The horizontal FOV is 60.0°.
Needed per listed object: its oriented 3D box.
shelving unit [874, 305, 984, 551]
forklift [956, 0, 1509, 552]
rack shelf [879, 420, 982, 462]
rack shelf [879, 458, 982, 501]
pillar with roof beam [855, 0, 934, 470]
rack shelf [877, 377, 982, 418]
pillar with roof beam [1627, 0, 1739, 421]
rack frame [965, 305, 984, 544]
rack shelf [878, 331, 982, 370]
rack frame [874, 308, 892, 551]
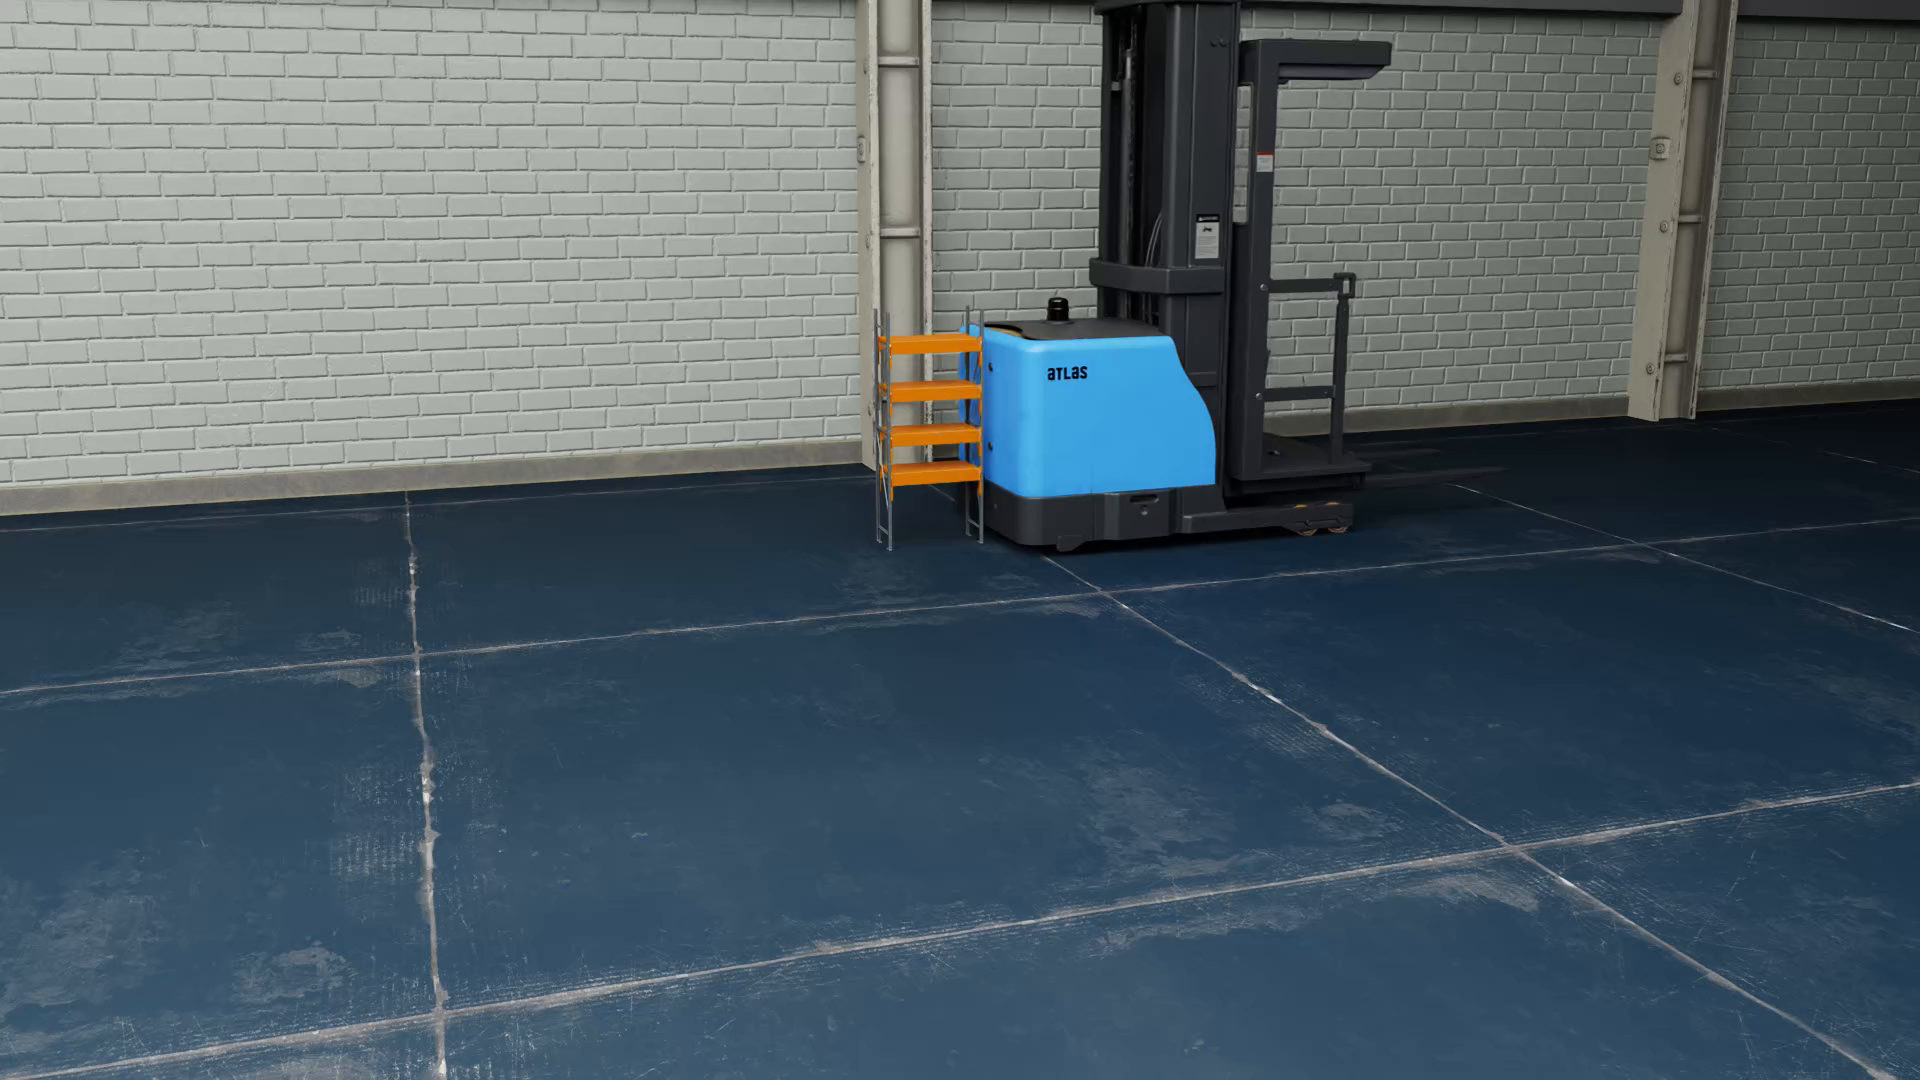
[{"bbox_3d":[-0.157,-0.571,8.453,0.503,1.200,0.258,-4,14,-18],"label":"shelving unit"},{"bbox_3d":[1.550,-1.555,8.847,3.031,2.935,1.130,-5,14,-20],"label":"forklift"},{"bbox_3d":[-0.157,-0.506,8.468,0.480,0.148,0.258,-4,14,-18],"label":"rack shelf"},{"bbox_3d":[-0.157,-0.313,8.514,0.480,0.148,0.258,-4,14,-18],"label":"rack shelf"},{"bbox_3d":[0.970,-3.920,5.677,0.400,9.000,9.100,-4,14,-18],"label":"pillar with roof beam"},{"bbox_3d":[-0.157,-0.724,8.416,0.480,0.148,0.258,-4,14,-18],"label":"rack shelf"},{"bbox_3d":[6.656,-4.363,7.539,0.400,9.000,9.100,-4,14,-18],"label":"pillar with roof beam"},{"bbox_3d":[0.074,-0.590,8.528,0.015,1.200,0.240,-4,14,-18],"label":"rack frame"},{"bbox_3d":[-0.157,-0.954,8.362,0.480,0.148,0.258,-4,14,-18],"label":"rack shelf"},{"bbox_3d":[-0.388,-0.553,8.377,0.015,1.200,0.240,-4,14,-18],"label":"rack frame"}]
